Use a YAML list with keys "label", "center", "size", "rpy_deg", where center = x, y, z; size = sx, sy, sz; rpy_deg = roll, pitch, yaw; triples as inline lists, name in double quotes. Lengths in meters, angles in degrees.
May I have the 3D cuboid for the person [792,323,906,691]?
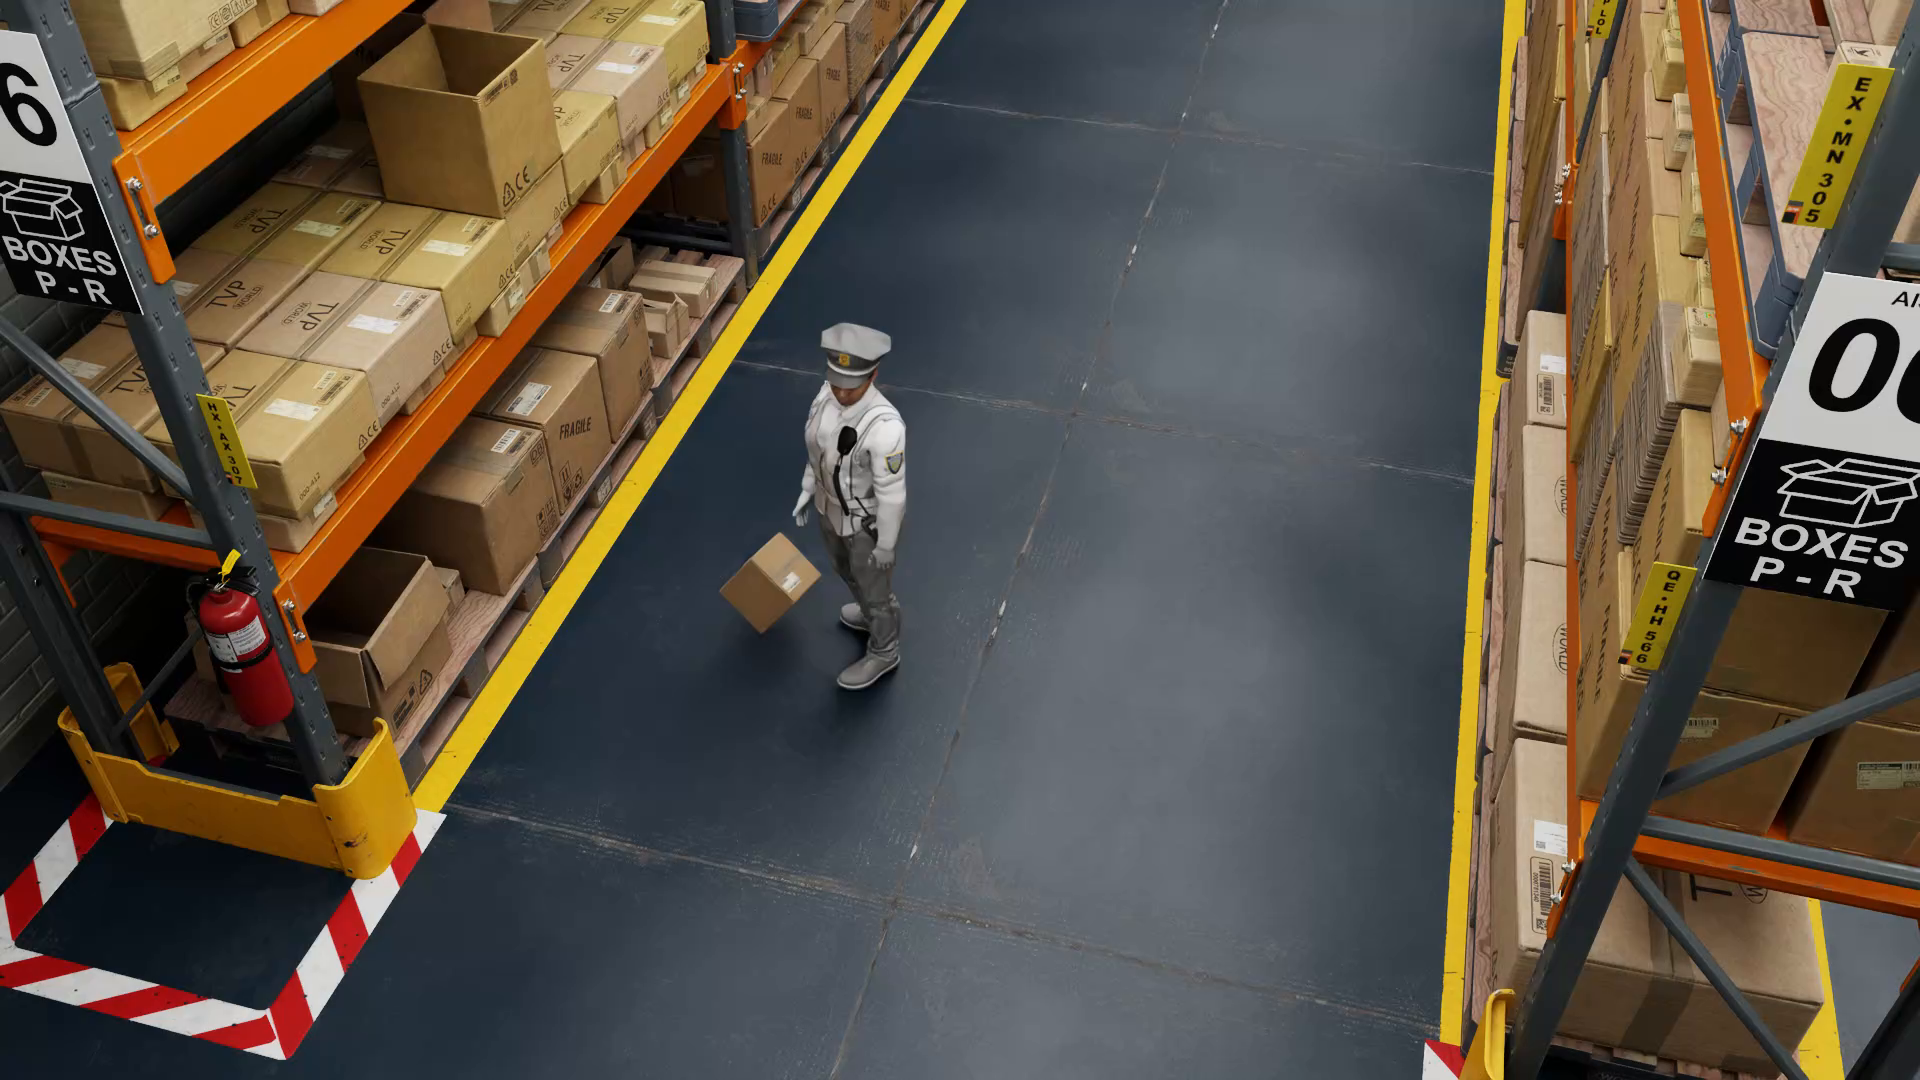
- label: "person"
  center: [-0.394, -0.120, 6.270]
  size: [0.405, 1.675, 0.626]
  rpy_deg: [-22, 46, -23]
